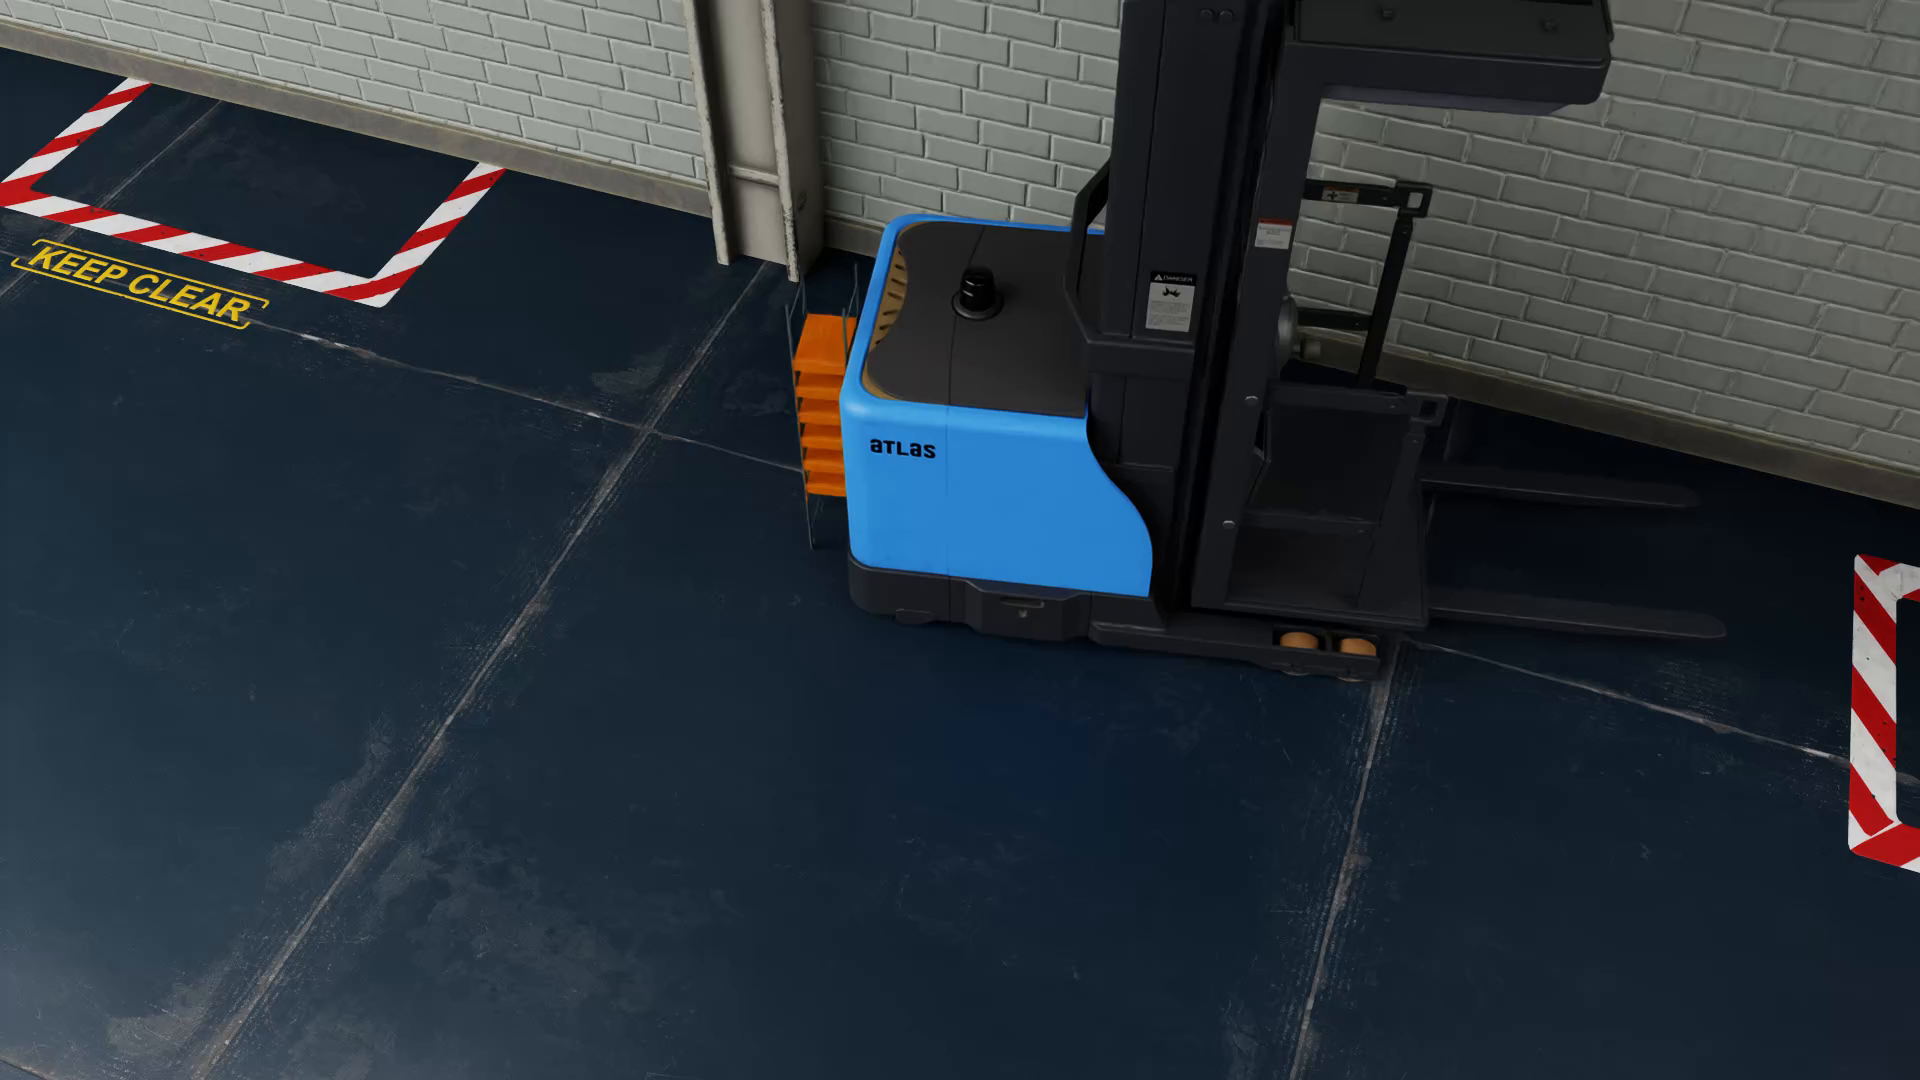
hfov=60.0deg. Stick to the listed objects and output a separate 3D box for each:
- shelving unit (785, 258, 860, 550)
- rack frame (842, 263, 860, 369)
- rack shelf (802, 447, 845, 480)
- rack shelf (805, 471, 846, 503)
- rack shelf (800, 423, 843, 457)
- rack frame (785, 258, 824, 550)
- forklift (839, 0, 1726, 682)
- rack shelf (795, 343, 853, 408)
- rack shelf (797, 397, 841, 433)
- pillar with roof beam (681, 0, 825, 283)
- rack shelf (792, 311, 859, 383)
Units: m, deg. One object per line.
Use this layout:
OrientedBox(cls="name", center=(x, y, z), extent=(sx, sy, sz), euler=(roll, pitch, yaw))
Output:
OrientedBox(cls="shelving unit", center=(-0.448, -0.436, 5.834), extent=(0.189, 1.200, 0.258), euler=(6, 49, 5))
OrientedBox(cls="rack frame", center=(-0.358, -0.426, 5.826), extent=(0.006, 1.200, 0.240), euler=(6, 49, 5))
OrientedBox(cls="rack shelf", center=(-0.448, -0.328, 5.958), extent=(0.180, 0.103, 0.258), euler=(6, 49, 5))
OrientedBox(cls="rack shelf", center=(-0.448, -0.250, 6.049), extent=(0.180, 0.103, 0.258), euler=(6, 49, 5))
OrientedBox(cls="rack shelf", center=(-0.448, -0.407, 5.868), extent=(0.180, 0.103, 0.258), euler=(6, 49, 5))
OrientedBox(cls="rack frame", center=(-0.539, -0.446, 5.842), extent=(0.006, 1.200, 0.240), euler=(6, 49, 5))
OrientedBox(cls="forklift", center=(1.162, -0.896, 5.087), extent=(3.031, 2.935, 1.130), euler=(6, 49, 5))
OrientedBox(cls="rack shelf", center=(-0.448, -0.564, 5.686), extent=(0.180, 0.103, 0.258), euler=(6, 49, 5))
OrientedBox(cls="rack shelf", center=(-0.448, -0.486, 5.777), extent=(0.180, 0.103, 0.258), euler=(6, 49, 5))
OrientedBox(cls="pillar with roof beam", center=(-2.319, -1.172, 1.311), extent=(0.400, 9.000, 9.100), euler=(16, 51, 13))
OrientedBox(cls="rack shelf", center=(-0.448, -0.643, 5.596), extent=(0.180, 0.103, 0.258), euler=(6, 49, 5))
